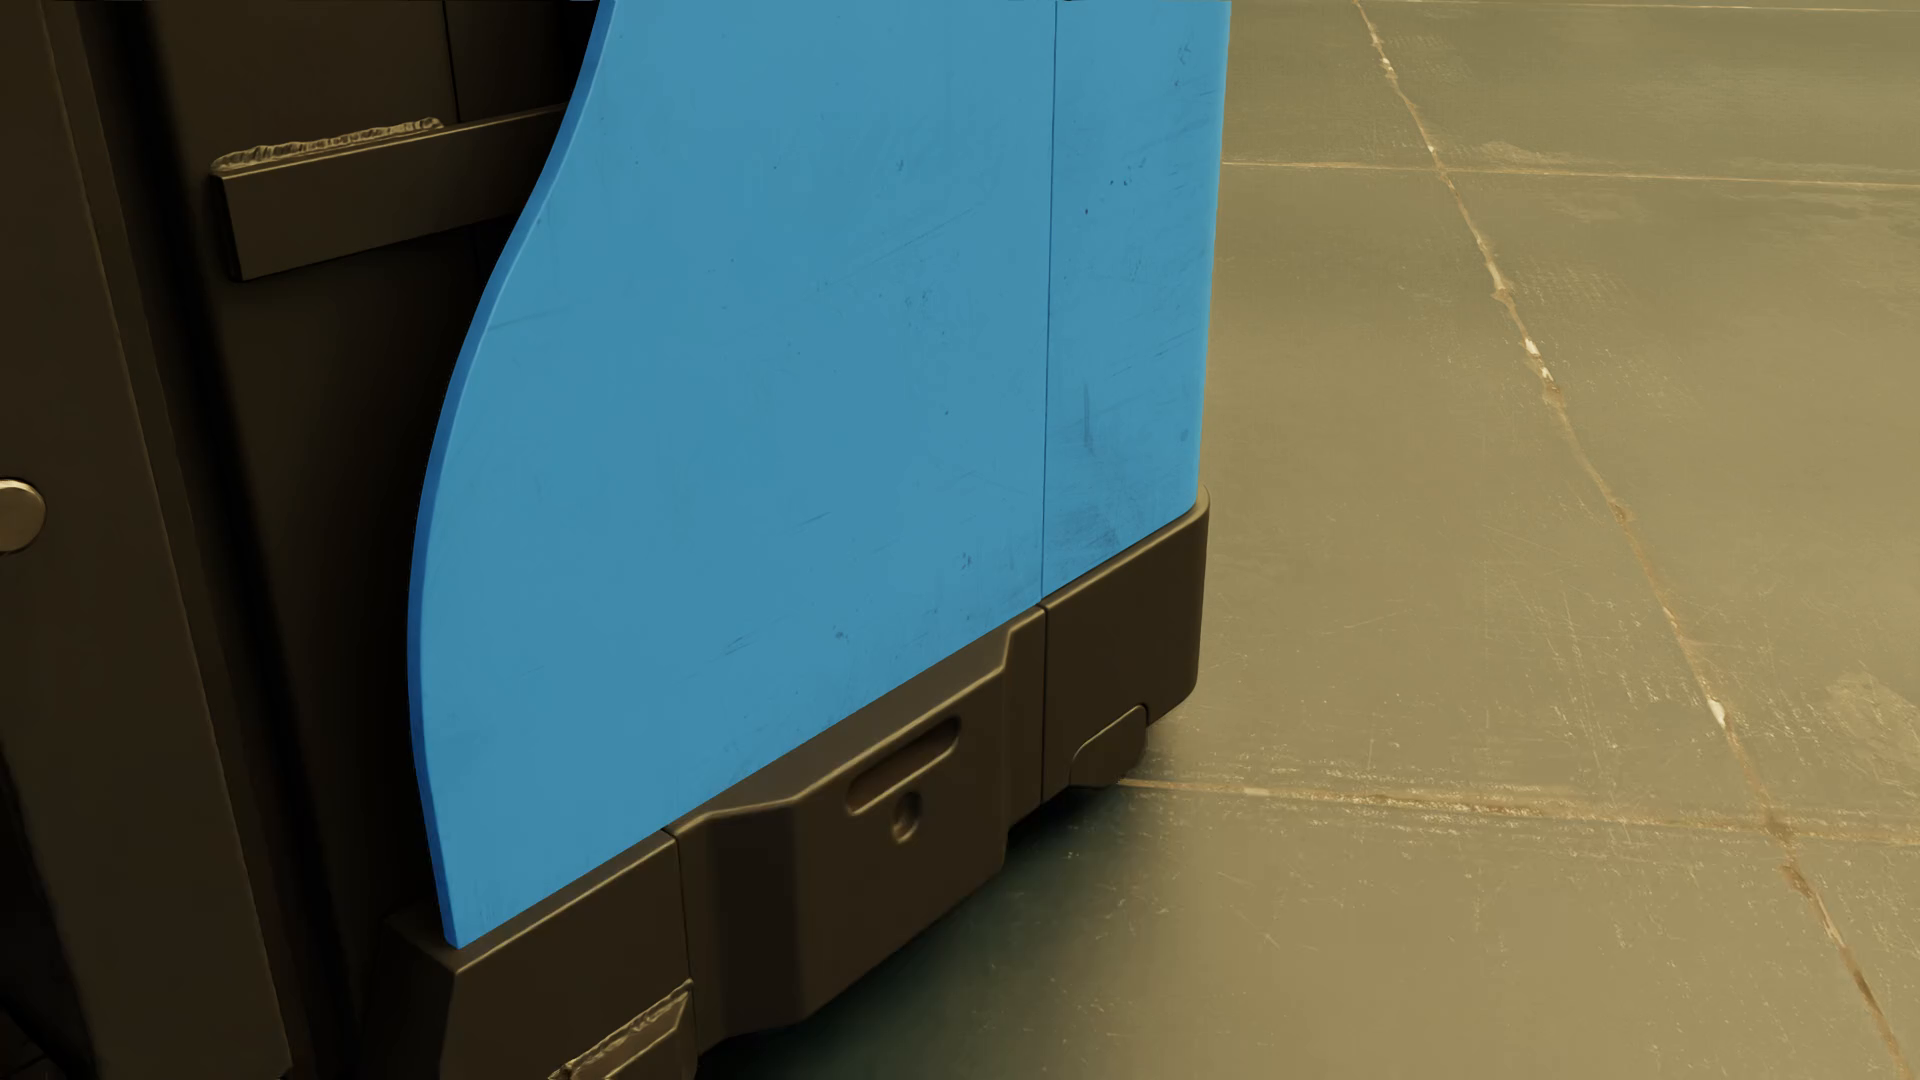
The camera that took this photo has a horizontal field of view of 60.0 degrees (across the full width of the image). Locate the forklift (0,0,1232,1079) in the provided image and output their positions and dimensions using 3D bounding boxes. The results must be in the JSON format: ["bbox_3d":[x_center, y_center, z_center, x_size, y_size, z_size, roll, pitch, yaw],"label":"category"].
[{"bbox_3d":[-1.047,-0.727,0.674,1.130,2.935,3.031,21,33,35],"label":"forklift"}]
